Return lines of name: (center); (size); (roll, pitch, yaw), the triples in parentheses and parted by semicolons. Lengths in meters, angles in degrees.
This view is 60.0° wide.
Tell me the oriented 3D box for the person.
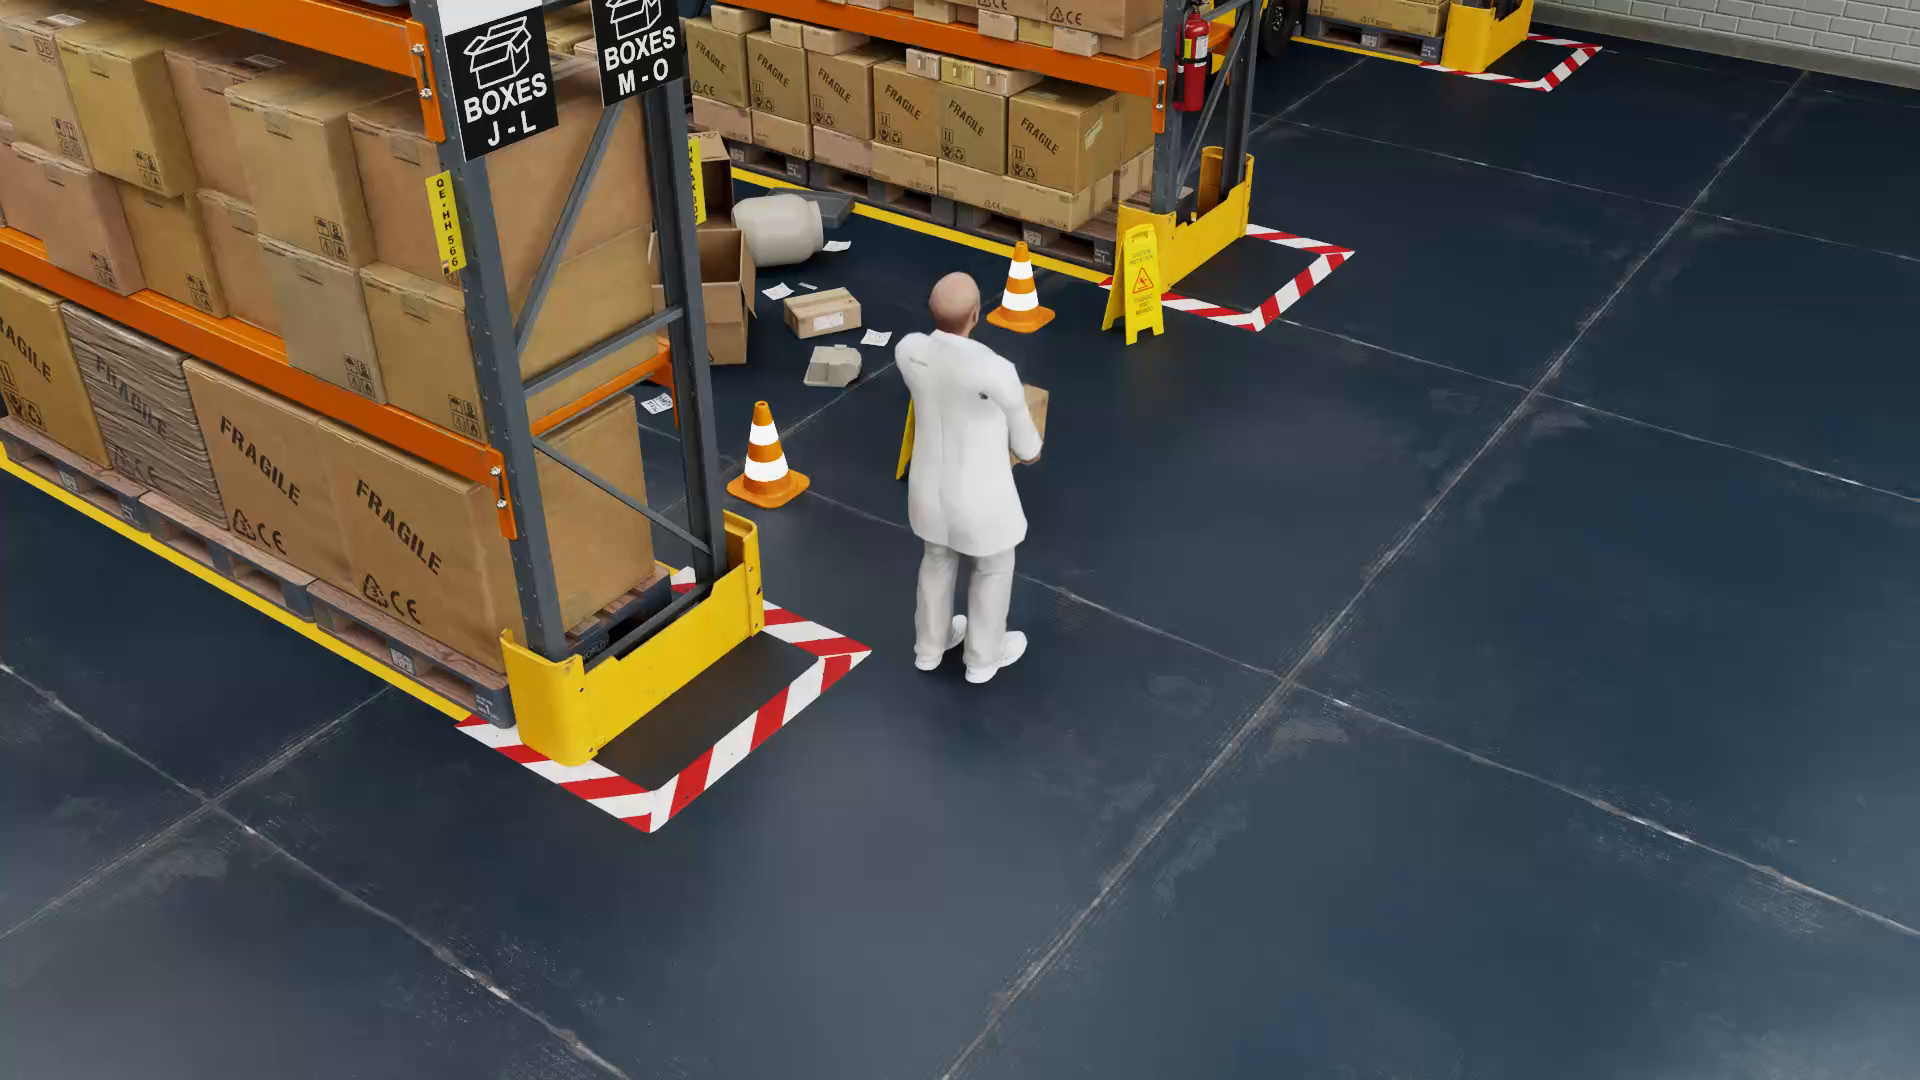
person: (0.062, -0.269, 6.556); (0.523, 1.780, 0.551); (20, 39, 27)
